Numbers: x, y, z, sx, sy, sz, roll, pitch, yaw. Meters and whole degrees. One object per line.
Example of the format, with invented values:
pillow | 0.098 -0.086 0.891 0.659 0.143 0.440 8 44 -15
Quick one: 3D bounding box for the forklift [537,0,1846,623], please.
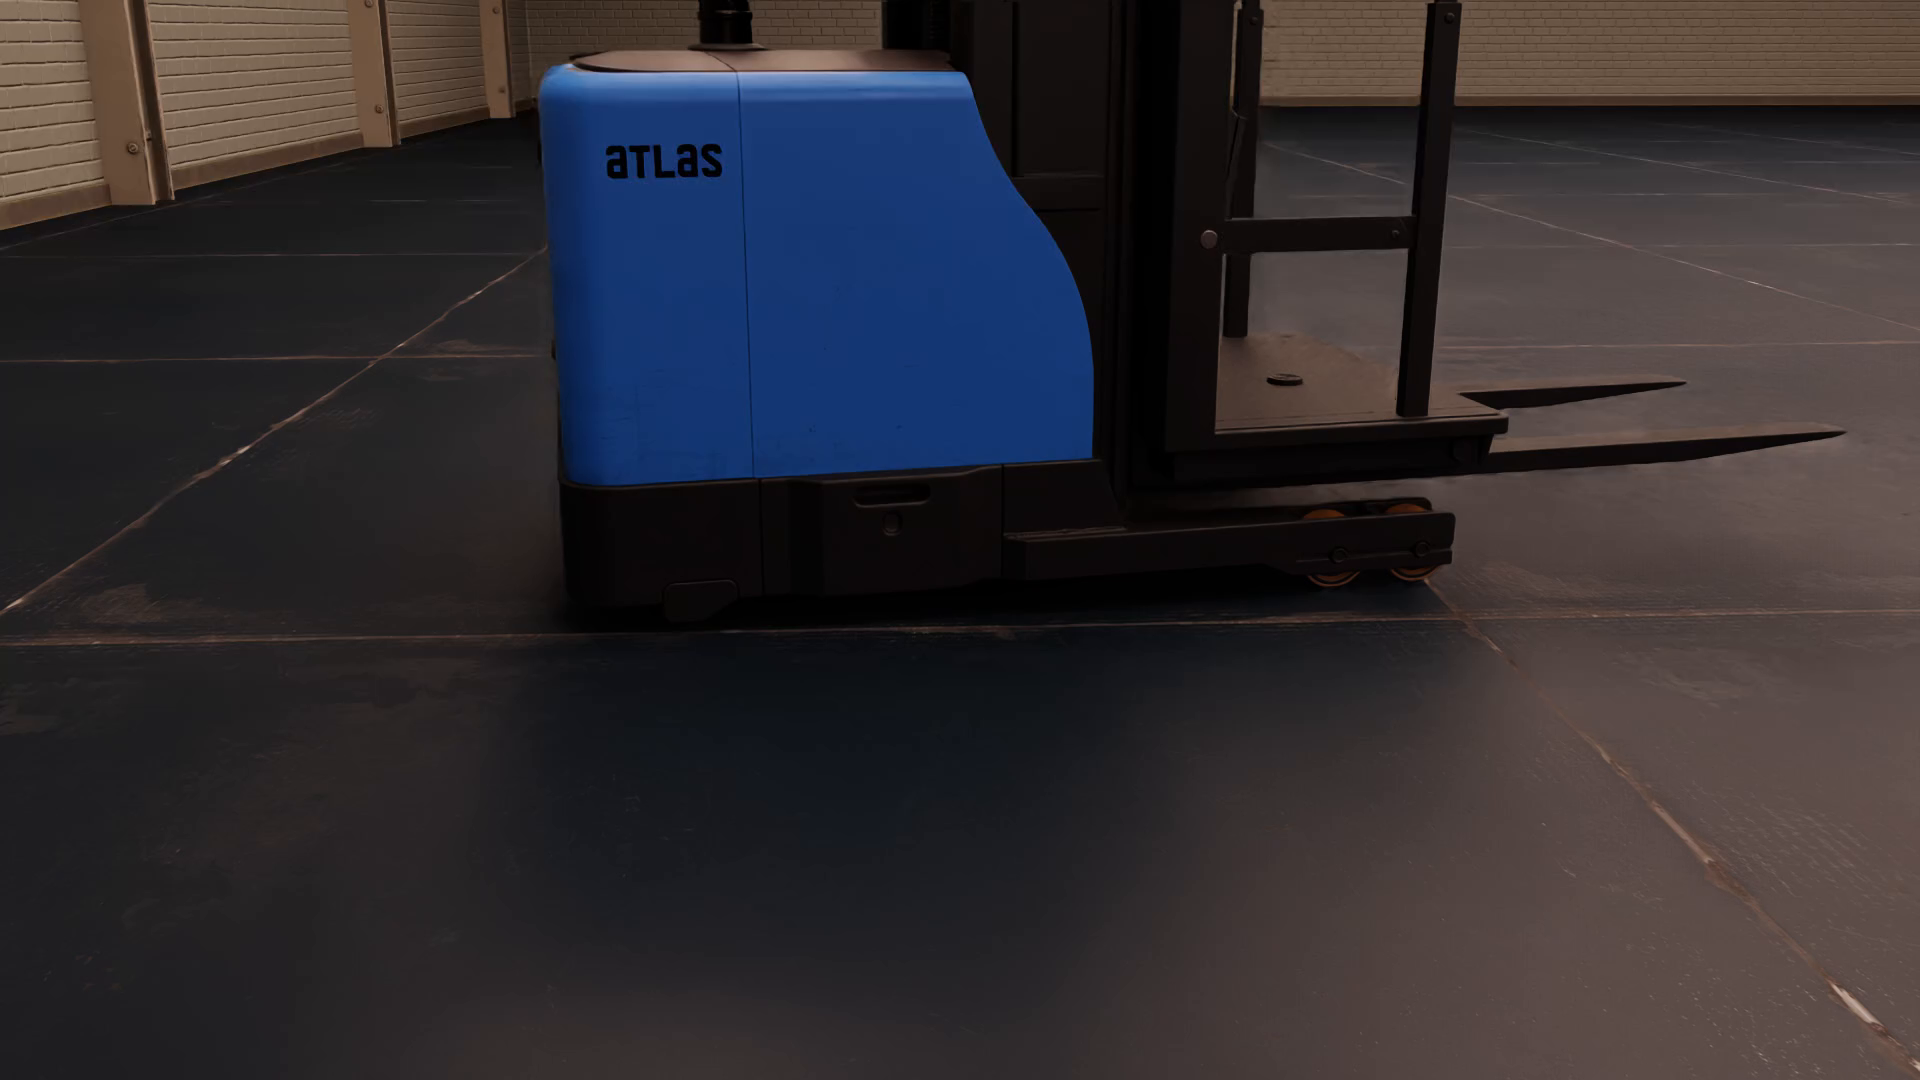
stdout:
forklift | 0.595 -1.446 3.633 3.031 2.935 1.130 -4 17 -13
